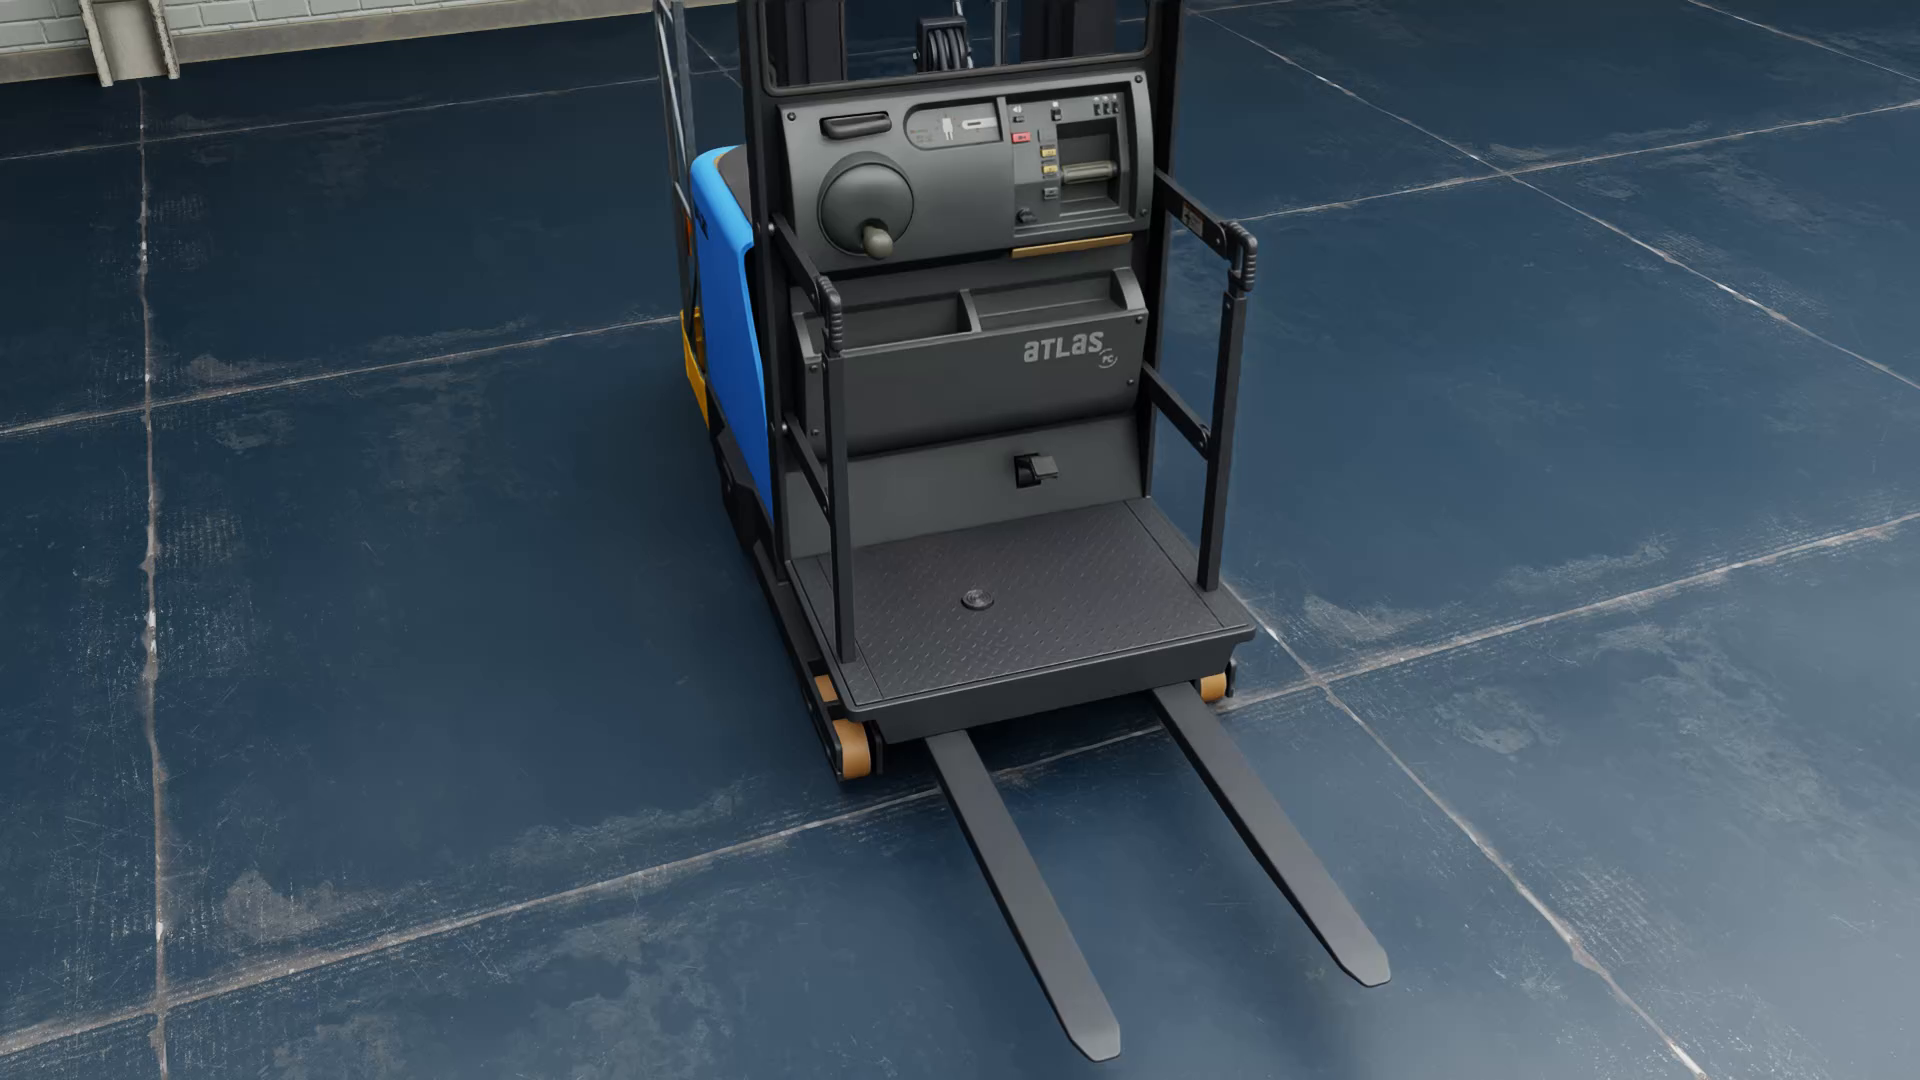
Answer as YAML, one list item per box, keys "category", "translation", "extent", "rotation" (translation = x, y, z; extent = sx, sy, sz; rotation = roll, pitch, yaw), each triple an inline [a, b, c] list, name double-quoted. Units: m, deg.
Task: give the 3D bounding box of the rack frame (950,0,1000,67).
- category: "rack frame"
  translation: [0.052, -1.278, 5.838]
  extent: [0.032, 1.500, 0.500]
  rotation: [-10, 34, -14]

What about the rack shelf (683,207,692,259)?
- category: "rack shelf"
  translation: [-0.433, -1.045, 5.810]
  extent: [1.000, 0.185, 0.538]
  rotation: [-10, 34, -14]

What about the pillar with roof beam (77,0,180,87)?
- category: "pillar with roof beam"
  translation: [-2.875, -4.189, 3.437]
  extent: [0.400, 9.000, 9.100]
  rotation: [-13, 35, -19]

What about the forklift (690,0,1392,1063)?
- category: "forklift"
  translation: [0.101, -0.857, 3.880]
  extent: [1.130, 2.935, 3.031]
  rotation: [-10, 34, -15]

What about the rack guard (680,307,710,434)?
- category: "rack guard"
  translation: [-0.900, -0.592, 5.930]
  extent: [0.087, 0.250, 0.587]
  rotation: [-10, 34, -14]

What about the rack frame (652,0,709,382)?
- category: "rack frame"
  translation: [-0.919, -1.113, 5.585]
  extent: [0.032, 1.500, 0.500]
  rotation: [-10, 34, -14]

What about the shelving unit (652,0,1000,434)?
- category: "shelving unit"
  translation: [-0.425, -1.197, 5.714]
  extent: [1.083, 1.500, 0.587]
  rotation: [-10, 34, -14]
